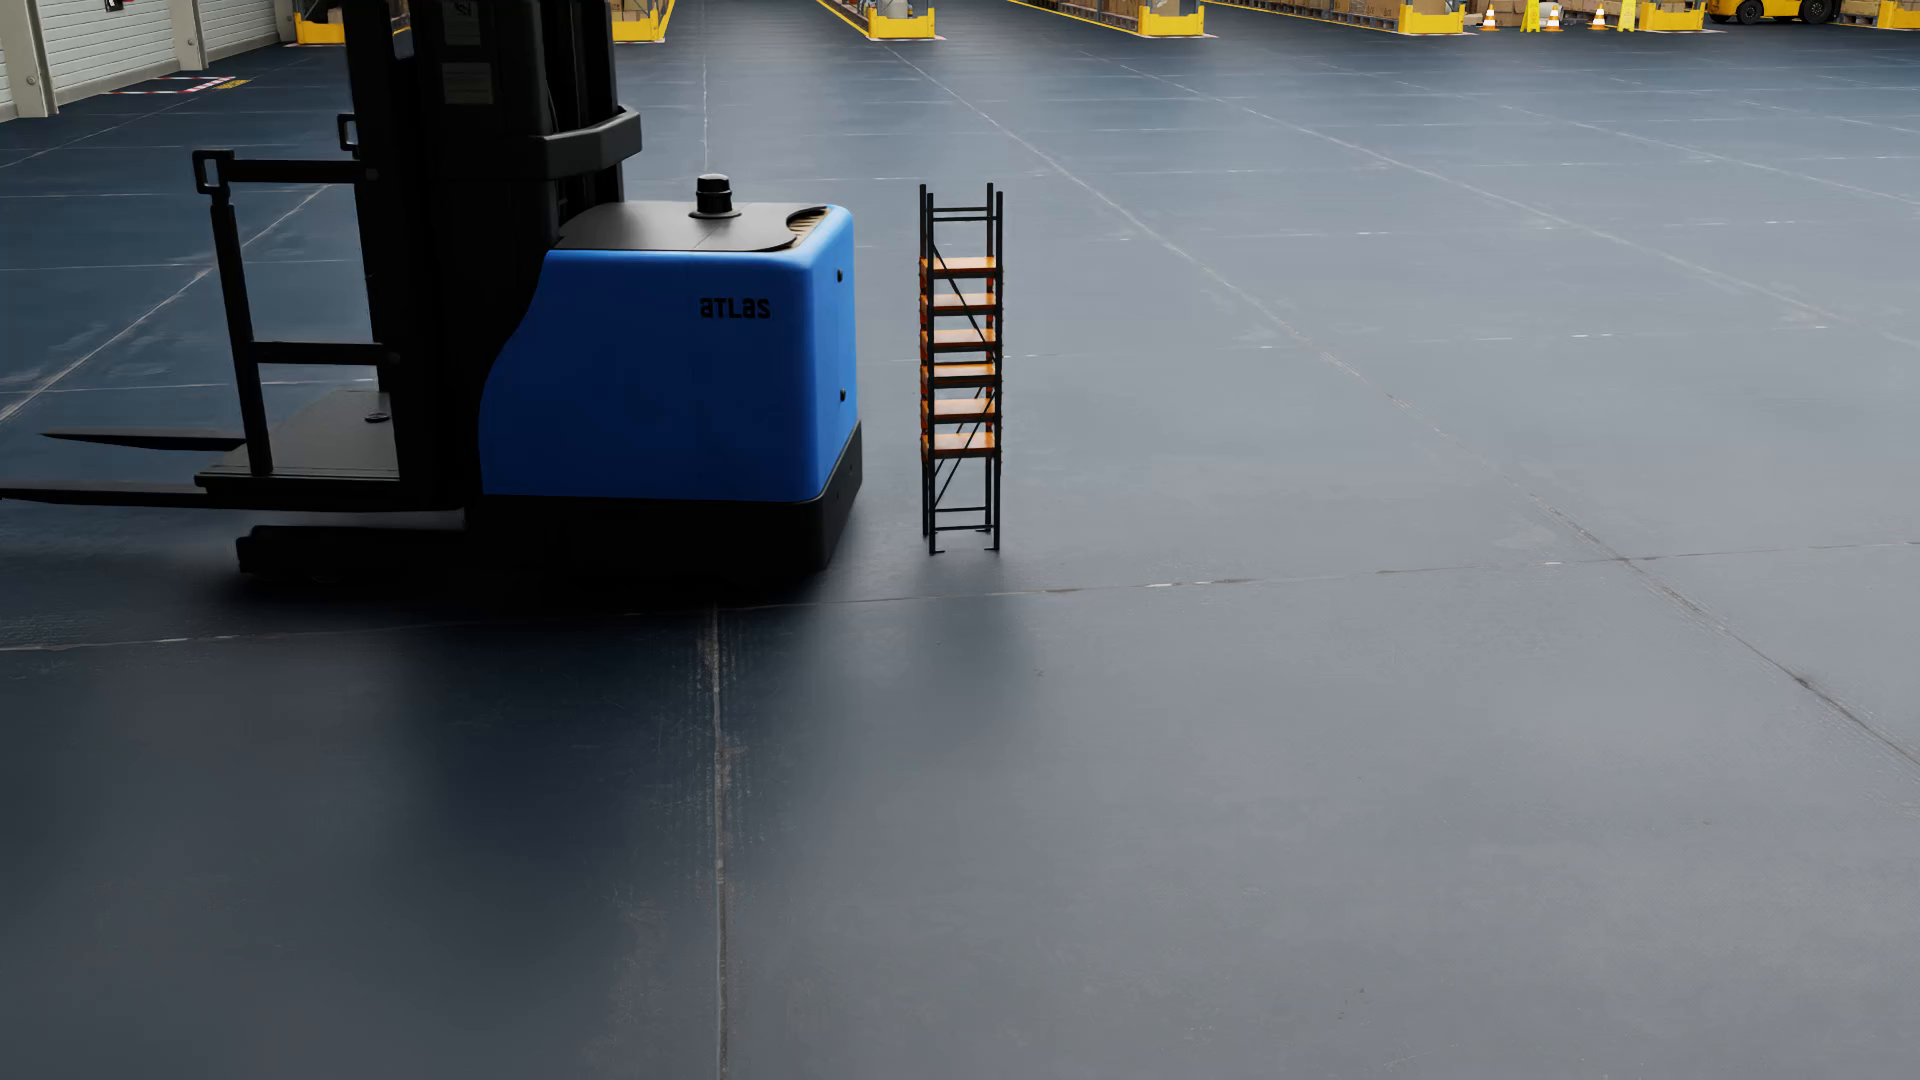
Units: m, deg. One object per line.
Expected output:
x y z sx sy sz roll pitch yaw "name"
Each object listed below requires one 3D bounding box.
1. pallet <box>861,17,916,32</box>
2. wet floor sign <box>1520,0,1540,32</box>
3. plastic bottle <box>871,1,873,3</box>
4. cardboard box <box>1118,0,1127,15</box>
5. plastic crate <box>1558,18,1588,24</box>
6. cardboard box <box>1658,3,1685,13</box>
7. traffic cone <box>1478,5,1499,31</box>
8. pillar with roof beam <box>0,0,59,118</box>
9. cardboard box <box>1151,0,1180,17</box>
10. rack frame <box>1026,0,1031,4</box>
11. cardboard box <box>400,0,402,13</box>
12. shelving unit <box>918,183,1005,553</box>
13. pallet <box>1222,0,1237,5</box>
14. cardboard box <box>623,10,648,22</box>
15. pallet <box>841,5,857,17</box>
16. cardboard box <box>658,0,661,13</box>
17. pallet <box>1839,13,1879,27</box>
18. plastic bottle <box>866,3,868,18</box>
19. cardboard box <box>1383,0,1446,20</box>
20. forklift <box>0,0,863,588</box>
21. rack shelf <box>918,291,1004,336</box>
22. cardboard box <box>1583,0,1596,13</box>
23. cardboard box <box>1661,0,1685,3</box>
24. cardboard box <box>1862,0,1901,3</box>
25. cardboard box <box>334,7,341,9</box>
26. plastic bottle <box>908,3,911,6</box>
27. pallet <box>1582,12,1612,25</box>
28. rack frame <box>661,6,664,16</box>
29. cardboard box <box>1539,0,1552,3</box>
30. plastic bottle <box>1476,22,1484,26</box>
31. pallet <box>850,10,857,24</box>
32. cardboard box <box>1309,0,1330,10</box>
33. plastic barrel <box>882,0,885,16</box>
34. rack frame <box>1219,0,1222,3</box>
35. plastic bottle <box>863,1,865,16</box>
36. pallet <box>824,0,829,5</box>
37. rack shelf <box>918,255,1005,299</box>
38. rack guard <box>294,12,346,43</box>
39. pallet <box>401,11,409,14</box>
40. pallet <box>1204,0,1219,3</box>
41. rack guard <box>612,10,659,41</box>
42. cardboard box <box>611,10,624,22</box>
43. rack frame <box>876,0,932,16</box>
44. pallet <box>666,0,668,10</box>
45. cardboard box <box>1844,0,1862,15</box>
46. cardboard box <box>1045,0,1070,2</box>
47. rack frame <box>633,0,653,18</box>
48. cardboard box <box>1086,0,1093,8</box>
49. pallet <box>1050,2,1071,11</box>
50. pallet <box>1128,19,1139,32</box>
-1.340 -9.897 31.914 1.003 0.211 1.213 -3 21 -8 "pallet"
10.789 -9.929 31.377 0.267 0.644 0.232 -7 21 -17 "wet floor sign"
-1.729 -10.445 32.666 0.097 0.271 0.097 0 20 0 "plastic bottle"
3.435 -10.799 33.314 0.500 0.500 0.500 4 21 9 "cardboard box"
12.548 -10.659 34.139 0.402 0.080 0.583 -11 23 -26 "plastic crate"
13.867 -10.428 32.679 0.500 0.250 0.500 -3 21 -8 "cardboard box"
10.155 -10.009 31.852 0.336 0.463 0.334 -3 21 -8 "traffic cone"
-5.769 -9.049 17.081 9.100 9.000 0.400 -3 21 -8 "pillar with roof beam"
3.830 -9.969 31.093 0.500 0.500 0.500 1 20 2 "cardboard box"
2.173 -14.881 41.273 1.000 3.000 0.127 -3 21 -8 "rack frame"
-11.625 -10.827 33.363 0.700 0.500 0.500 -3 21 -9 "cardboard box"
0.002 -0.557 5.493 0.258 1.200 0.189 -3 21 -8 "shelving unit"
7.210 -13.521 41.615 1.003 0.211 1.213 -3 21 -8 "pallet"
-5.757 -9.334 29.749 0.500 0.250 0.500 -3 21 -8 "cardboard box"
-2.078 -11.670 36.660 1.003 0.211 1.213 -3 21 -8 "pallet"
-6.362 -10.851 33.811 0.500 0.250 0.500 -2 21 -6 "cardboard box"
18.469 -10.434 33.352 1.003 0.211 1.213 -3 21 -8 "pallet"
-1.726 -10.157 31.888 0.152 0.276 0.135 -3 21 -9 "plastic bottle"
8.663 -10.375 31.643 0.875 0.875 0.875 -3 21 -7 "cardboard box"
-1.902 -1.415 5.316 3.031 2.935 1.130 2 21 4 "forklift"
0.002 -0.740 5.424 0.258 0.103 0.180 -3 21 -8 "rack shelf"
13.118 -10.934 34.034 0.500 0.250 0.500 -3 21 -8 "cardboard box"
13.863 -10.788 32.570 0.500 0.500 0.500 -4 21 -10 "cardboard box"
18.241 -10.774 32.890 0.500 0.250 0.500 -3 21 -8 "cardboard box"
-10.895 -9.365 29.717 0.500 0.311 0.500 -1 21 -3 "cardboard box"
-0.966 -10.133 31.813 0.061 0.283 0.133 -3 21 -7 "plastic bottle"
13.444 -10.651 33.931 1.003 0.211 1.213 -3 21 -8 "pallet"
-7.053 -12.998 36.230 1.000 3.000 0.127 -3 21 -8 "rack frame"
11.941 -11.002 34.455 0.500 0.500 0.500 12 24 29 "cardboard box"
10.404 -10.294 33.190 0.133 0.061 0.283 -11 23 -26 "plastic bottle"
-1.726 -10.825 34.398 1.003 0.211 1.213 -3 21 -8 "pallet"
8.071 -11.680 35.316 1.050 0.750 0.750 -3 21 -8 "cardboard box"
-1.241 -9.906 30.906 0.421 0.512 0.421 0 20 0 "plastic barrel"
7.096 -15.096 41.849 1.000 3.000 0.127 -3 21 -8 "rack frame"
-1.859 -10.370 32.448 0.061 0.283 0.133 -2 21 -5 "plastic bottle"
-2.872 -13.578 41.768 1.003 0.211 1.213 -3 21 -8 "pallet"
0.002 -0.853 5.382 0.258 0.103 0.180 -3 21 -8 "rack shelf"
-10.813 -8.832 28.650 1.175 0.500 0.348 -3 21 -8 "rack guard"
-11.671 -10.748 34.193 1.003 0.211 1.213 -3 21 -8 "pallet"
6.964 -14.021 42.954 1.003 0.211 1.213 -3 21 -8 "pallet"
-5.897 -9.049 29.229 1.175 0.500 0.348 -3 21 -8 "rack guard"
-6.270 -9.308 29.679 0.500 0.250 0.500 -3 21 -8 "cardboard box"
-0.998 -10.477 29.480 1.000 3.000 0.127 -3 21 -8 "rack frame"
-7.296 -12.374 38.544 1.003 0.211 1.213 -3 21 -8 "pallet"
18.178 -10.706 33.423 0.500 0.250 0.500 -3 21 -8 "cardboard box"
2.671 -12.938 38.505 1.225 0.875 0.875 -4 21 -10 "cardboard box"
-5.900 -10.228 28.814 1.000 3.000 0.127 -3 21 -8 "rack frame"
3.128 -11.720 35.752 0.700 0.500 0.500 -5 21 -12 "cardboard box"
2.711 -12.467 38.793 1.003 0.211 1.213 -3 21 -8 "pallet"
3.810 -9.730 31.465 1.003 0.211 1.213 -3 21 -8 "pallet"
